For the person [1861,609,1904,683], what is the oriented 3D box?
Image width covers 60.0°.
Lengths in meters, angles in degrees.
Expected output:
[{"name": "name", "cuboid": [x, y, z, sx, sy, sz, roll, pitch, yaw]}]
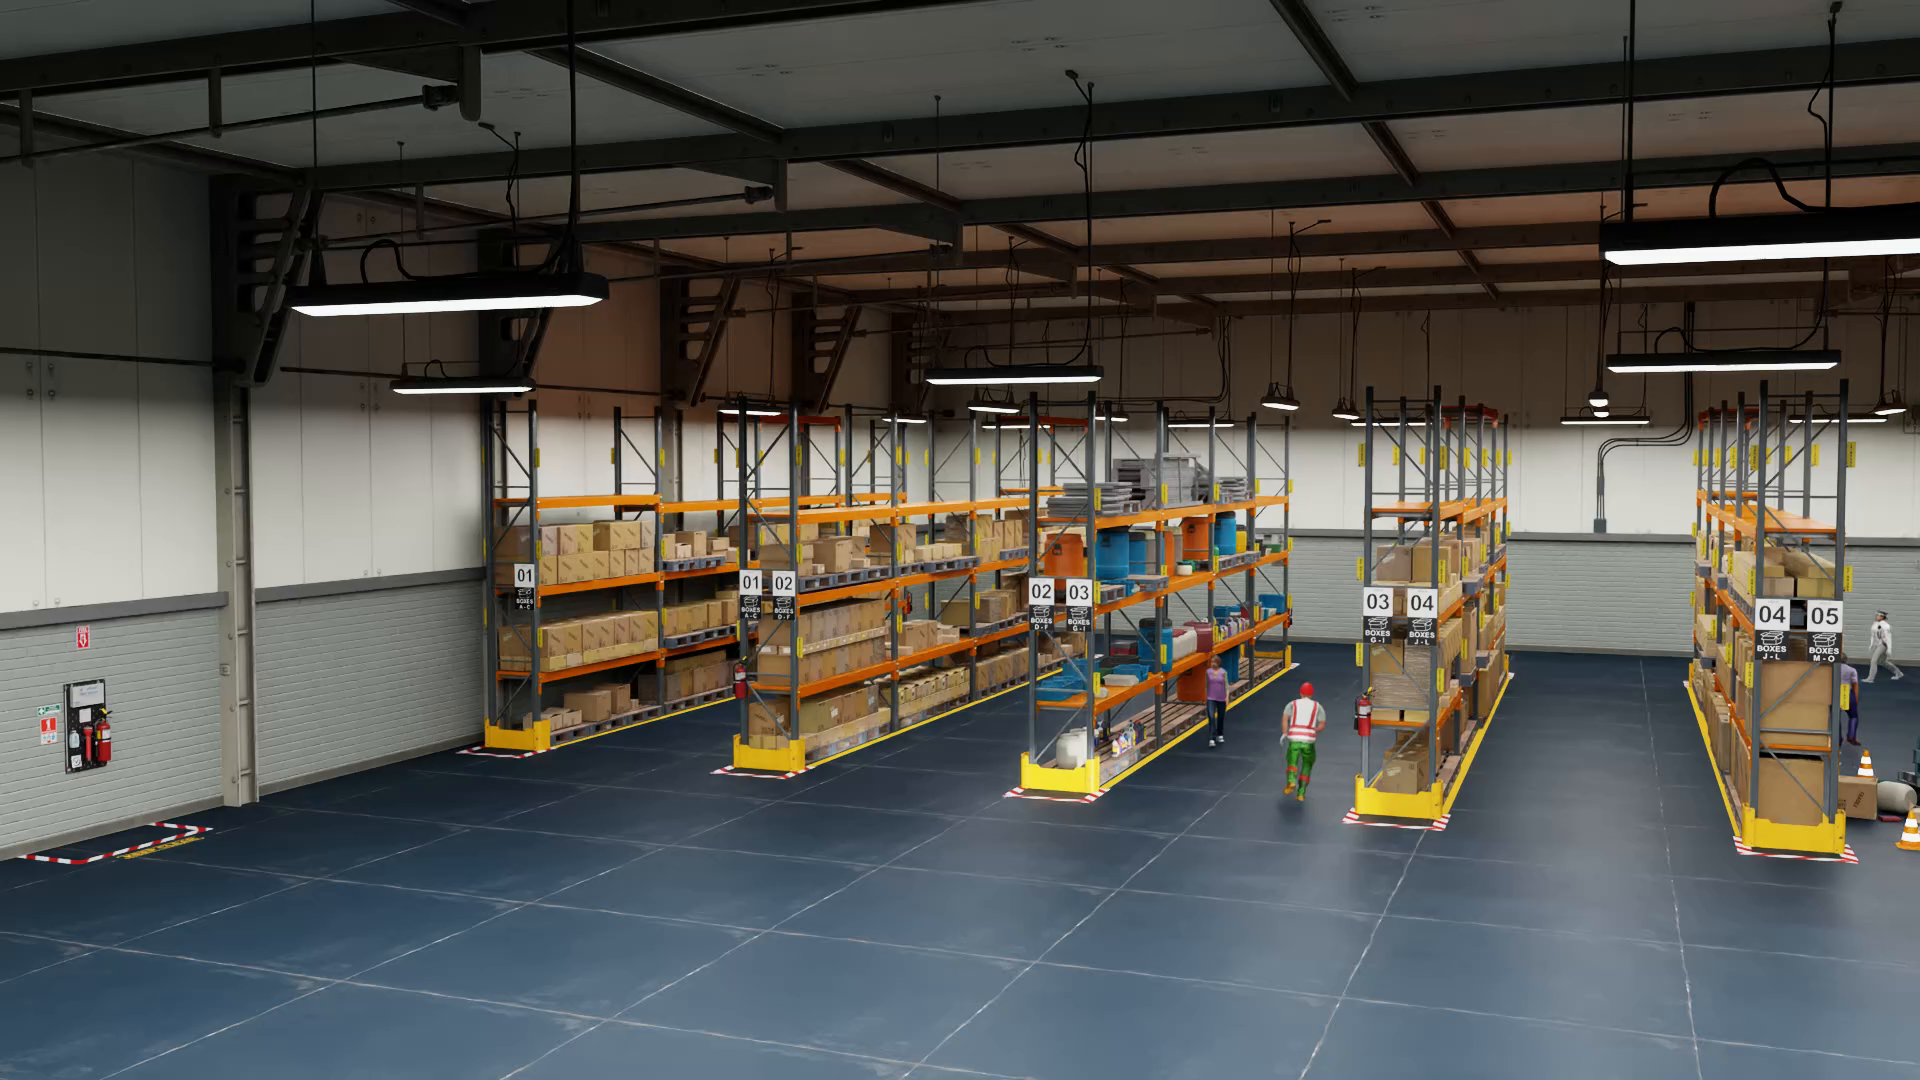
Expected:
[{"name": "person", "cuboid": [20.483, 2.348, 36.914, 0.968, 1.639, 0.465, 0, 3, 4]}]

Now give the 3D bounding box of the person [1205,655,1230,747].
[{"name": "person", "cuboid": [4.462, 2.777, 28.867, 0.443, 1.552, 0.881, 1, 3, 11]}]

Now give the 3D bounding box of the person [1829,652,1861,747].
[{"name": "person", "cuboid": [15.287, 2.768, 28.759, 0.537, 1.645, 0.522, 1, 3, 20]}]

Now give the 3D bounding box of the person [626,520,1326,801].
[{"name": "person", "cuboid": [-0.563, 1.718, 28.077, 13.781, 3.809, 3.044, 1, 3, 23]}]
